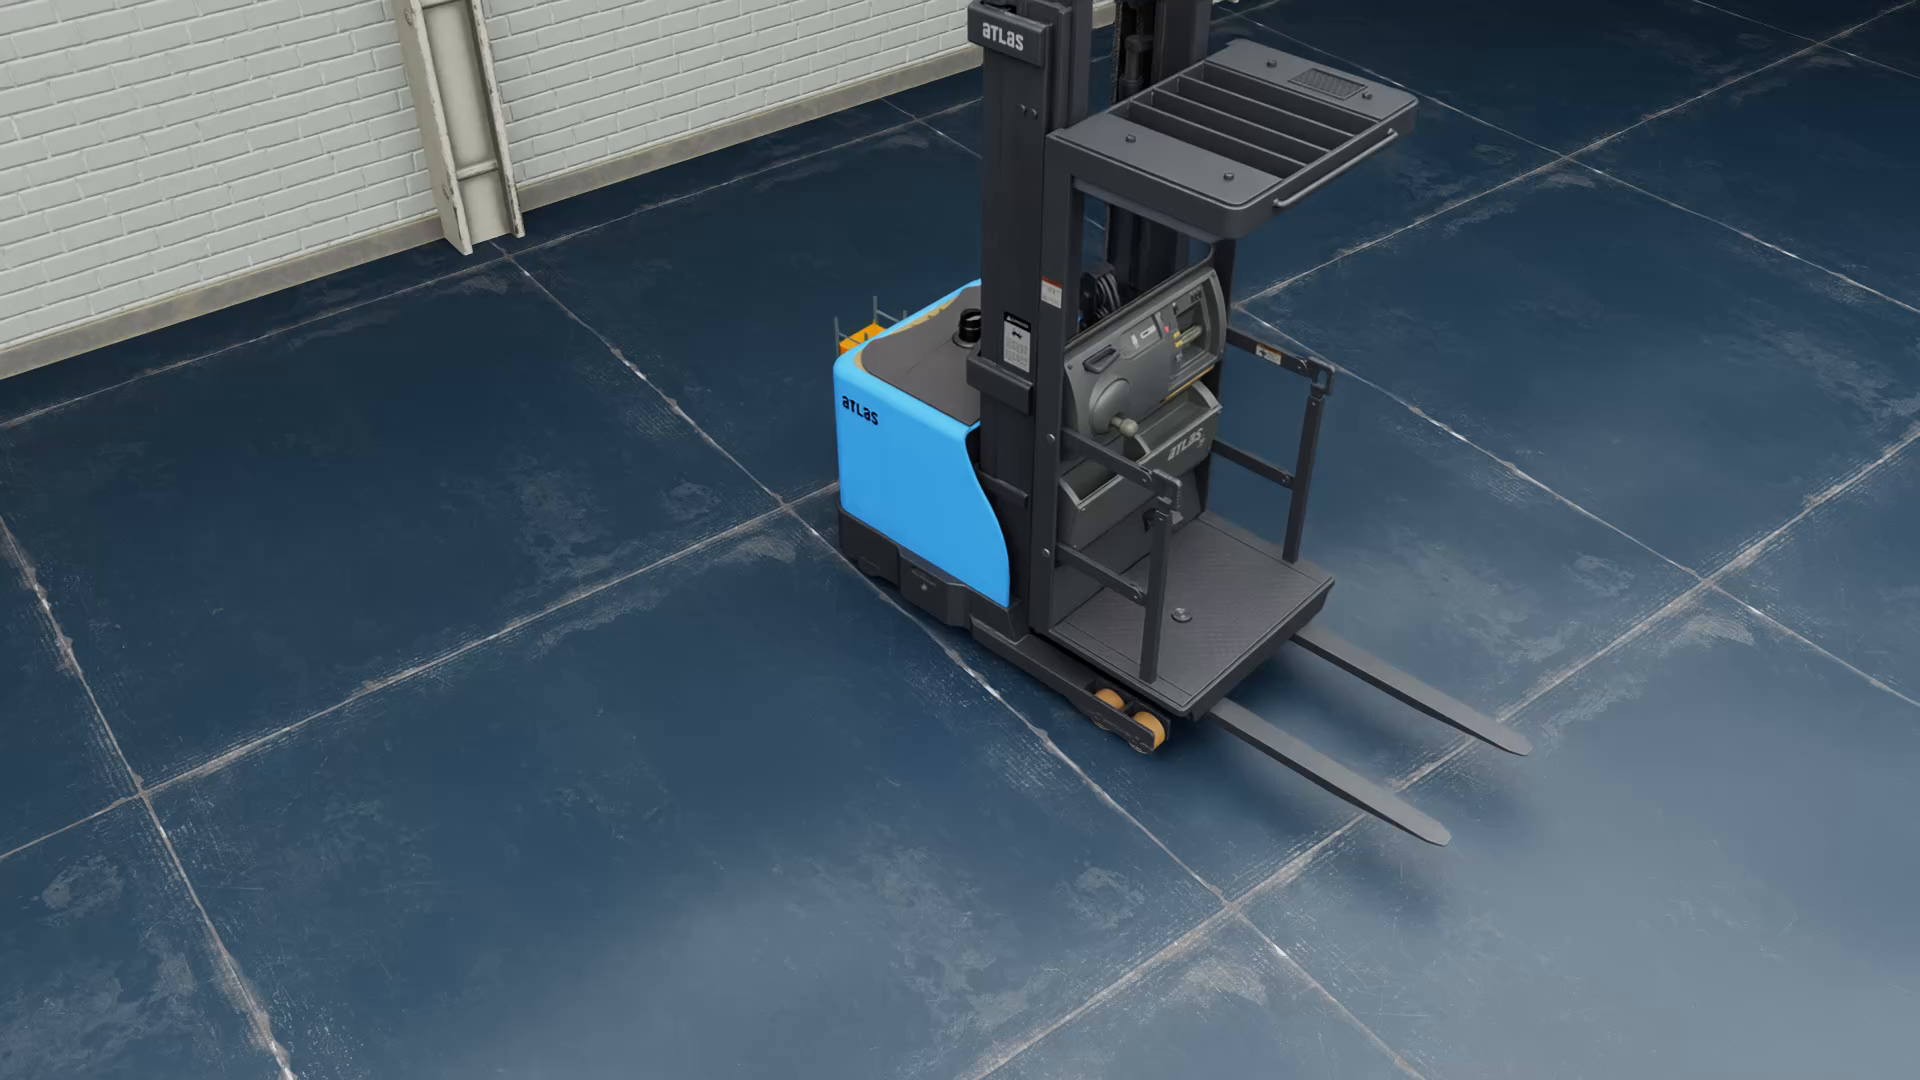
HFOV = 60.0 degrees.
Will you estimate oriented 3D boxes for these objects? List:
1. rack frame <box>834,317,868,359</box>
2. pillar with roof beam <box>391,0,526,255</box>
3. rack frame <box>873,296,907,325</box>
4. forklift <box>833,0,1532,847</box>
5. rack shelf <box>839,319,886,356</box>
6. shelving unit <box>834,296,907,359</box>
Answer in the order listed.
[{"bbox_3d":[-0.474,-0.527,7.564,0.200,1.050,0.008,30,48,31],"label":"rack frame"},{"bbox_3d":[-0.232,-3.144,4.487,0.400,9.000,9.100,-26,46,-28],"label":"pillar with roof beam"},{"bbox_3d":[-0.311,-0.642,7.705,0.200,1.050,0.008,30,48,31],"label":"rack frame"},{"bbox_3d":[0.873,-0.653,6.235,3.031,2.935,1.130,30,48,32],"label":"forklift"},{"bbox_3d":[-0.393,-0.796,7.462,0.215,0.259,0.240,30,48,31],"label":"rack shelf"},{"bbox_3d":[-0.393,-0.585,7.635,0.215,1.050,0.252,30,48,31],"label":"shelving unit"}]
